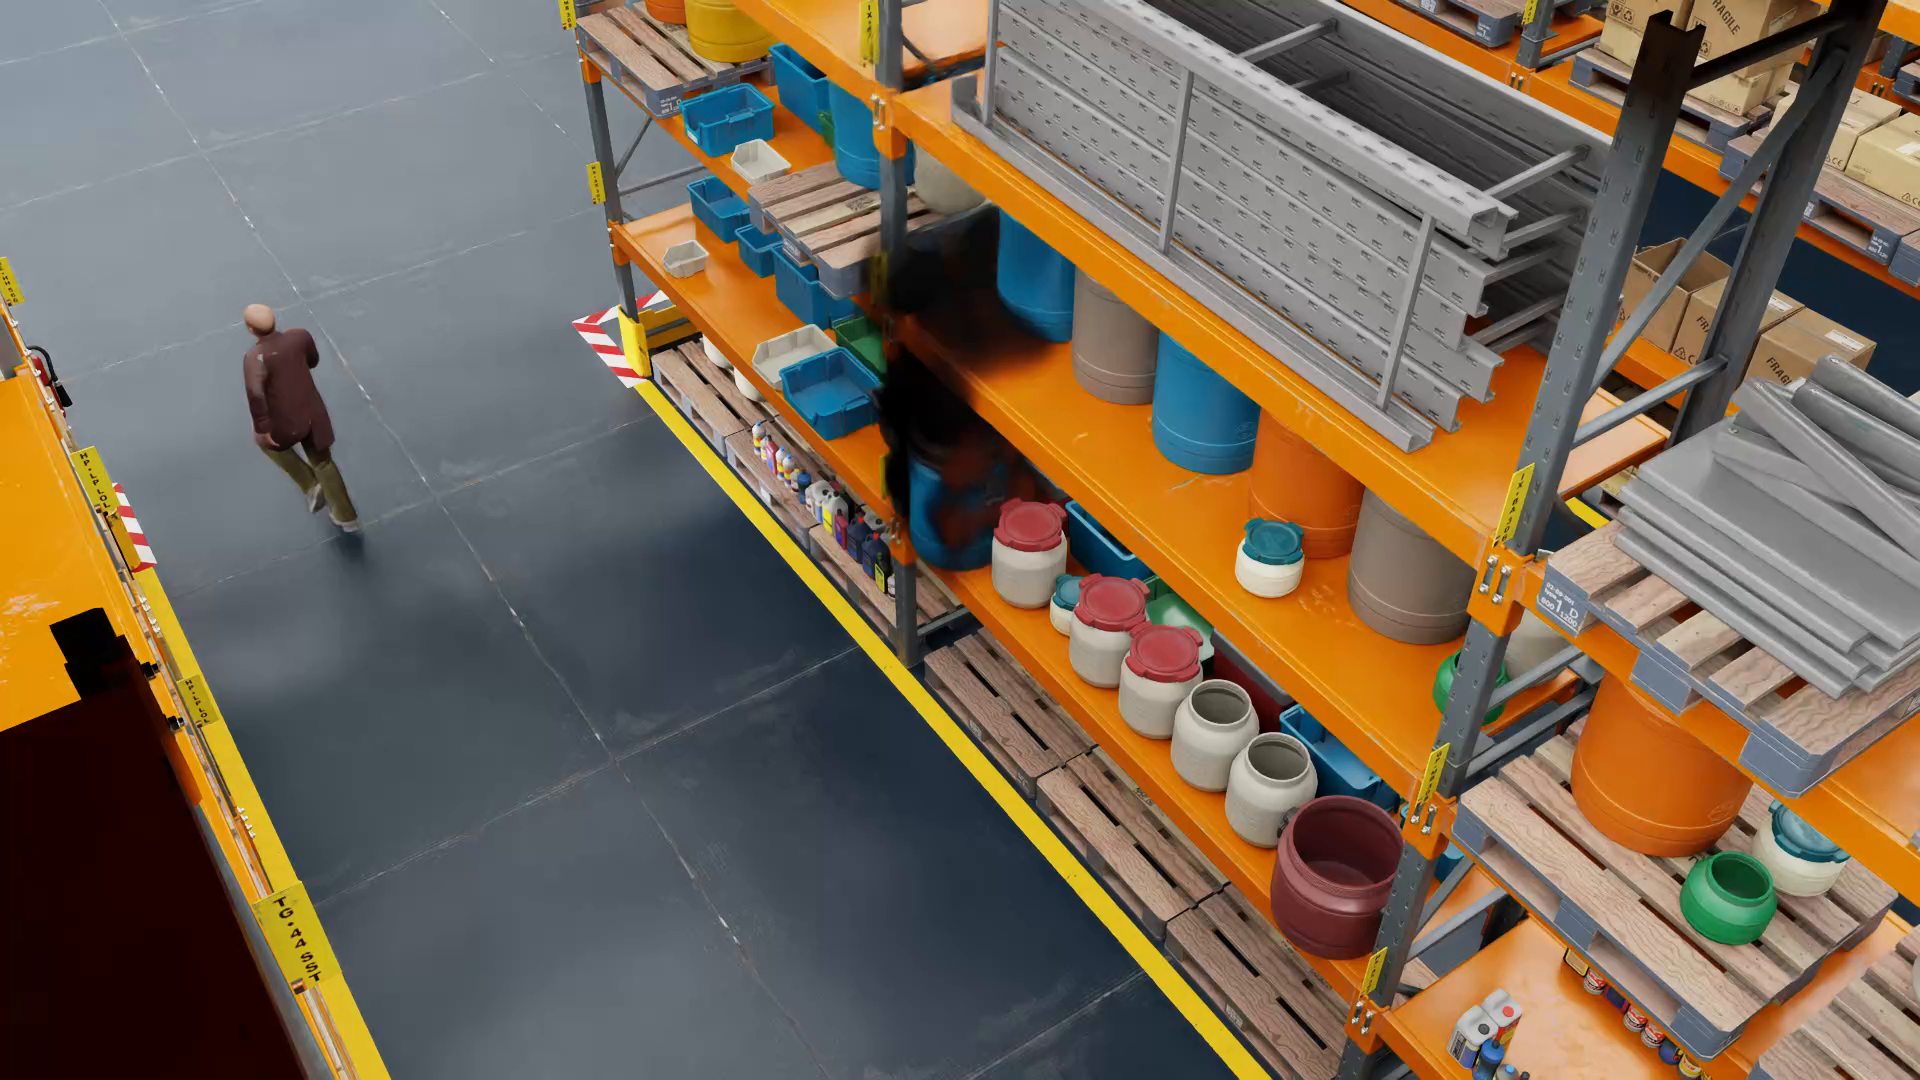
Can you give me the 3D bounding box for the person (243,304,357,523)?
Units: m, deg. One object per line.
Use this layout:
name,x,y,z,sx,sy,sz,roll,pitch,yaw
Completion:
person,-4.581,-0.874,11.336,0.821,1.647,0.751,24,48,24
